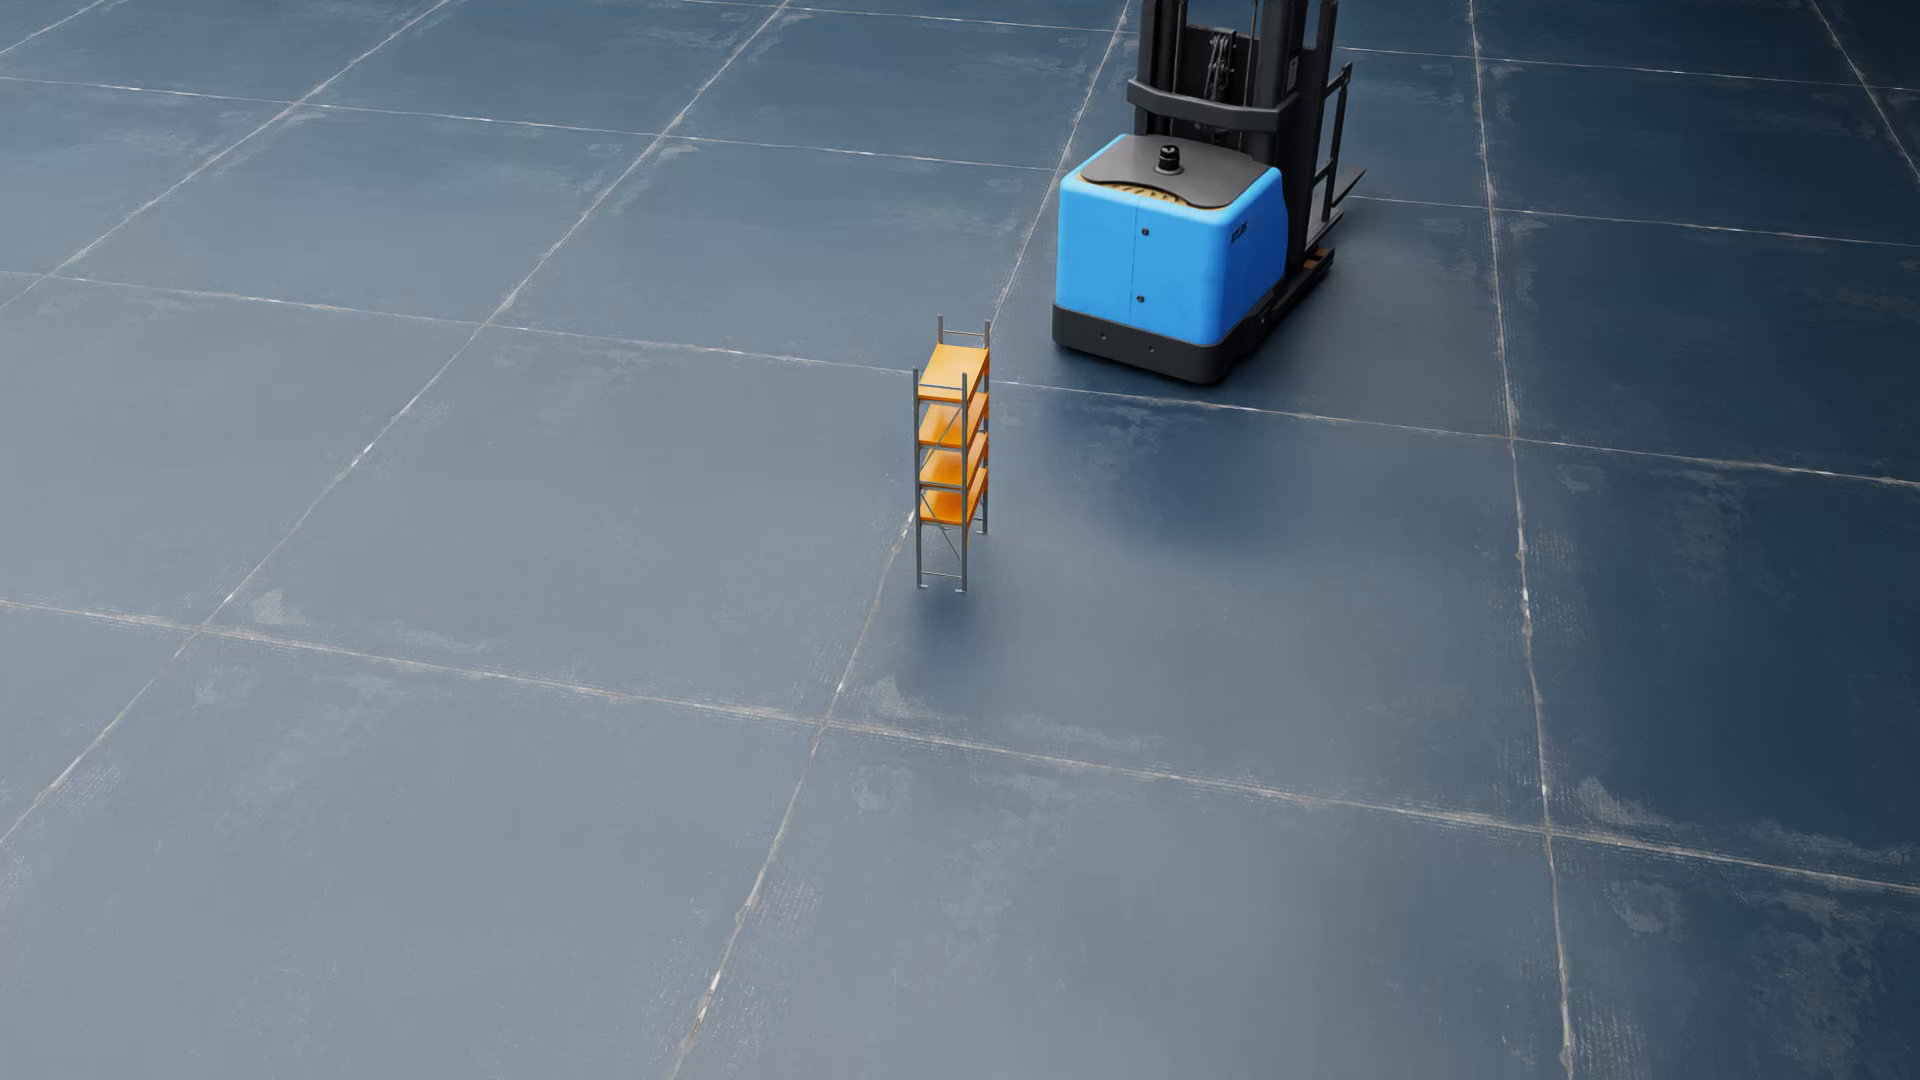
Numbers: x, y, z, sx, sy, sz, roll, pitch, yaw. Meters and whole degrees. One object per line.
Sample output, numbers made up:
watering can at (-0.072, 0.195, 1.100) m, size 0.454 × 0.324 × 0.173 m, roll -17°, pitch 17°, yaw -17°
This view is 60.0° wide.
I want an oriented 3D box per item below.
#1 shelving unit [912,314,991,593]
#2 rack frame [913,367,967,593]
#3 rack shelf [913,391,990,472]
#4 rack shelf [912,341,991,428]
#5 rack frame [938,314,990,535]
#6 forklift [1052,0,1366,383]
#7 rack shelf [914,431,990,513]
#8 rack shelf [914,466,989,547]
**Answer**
shelving unit at (-0.035, -0.391, 7.767) m, size 0.258 × 1.200 × 0.503 m, roll 7°, pitch 37°, yaw 10°
rack frame at (-0.087, -0.251, 7.574) m, size 0.240 × 1.200 × 0.015 m, roll 7°, pitch 37°, yaw 10°
rack shelf at (-0.035, -0.518, 7.675) m, size 0.258 × 0.148 × 0.480 m, roll 7°, pitch 37°, yaw 10°
rack shelf at (-0.035, -0.709, 7.536) m, size 0.258 × 0.148 × 0.480 m, roll 7°, pitch 37°, yaw 10°
rack frame at (0.017, -0.531, 7.960) m, size 0.240 × 1.200 × 0.015 m, roll 7°, pitch 37°, yaw 10°
forklift at (1.723, -2.905, 9.760) m, size 1.130 × 2.935 × 3.031 m, roll 19°, pitch 40°, yaw 24°
rack shelf at (-0.035, -0.336, 7.806) m, size 0.258 × 0.148 × 0.480 m, roll 7°, pitch 37°, yaw 10°
rack shelf at (-0.035, -0.176, 7.923) m, size 0.258 × 0.148 × 0.480 m, roll 7°, pitch 37°, yaw 10°
